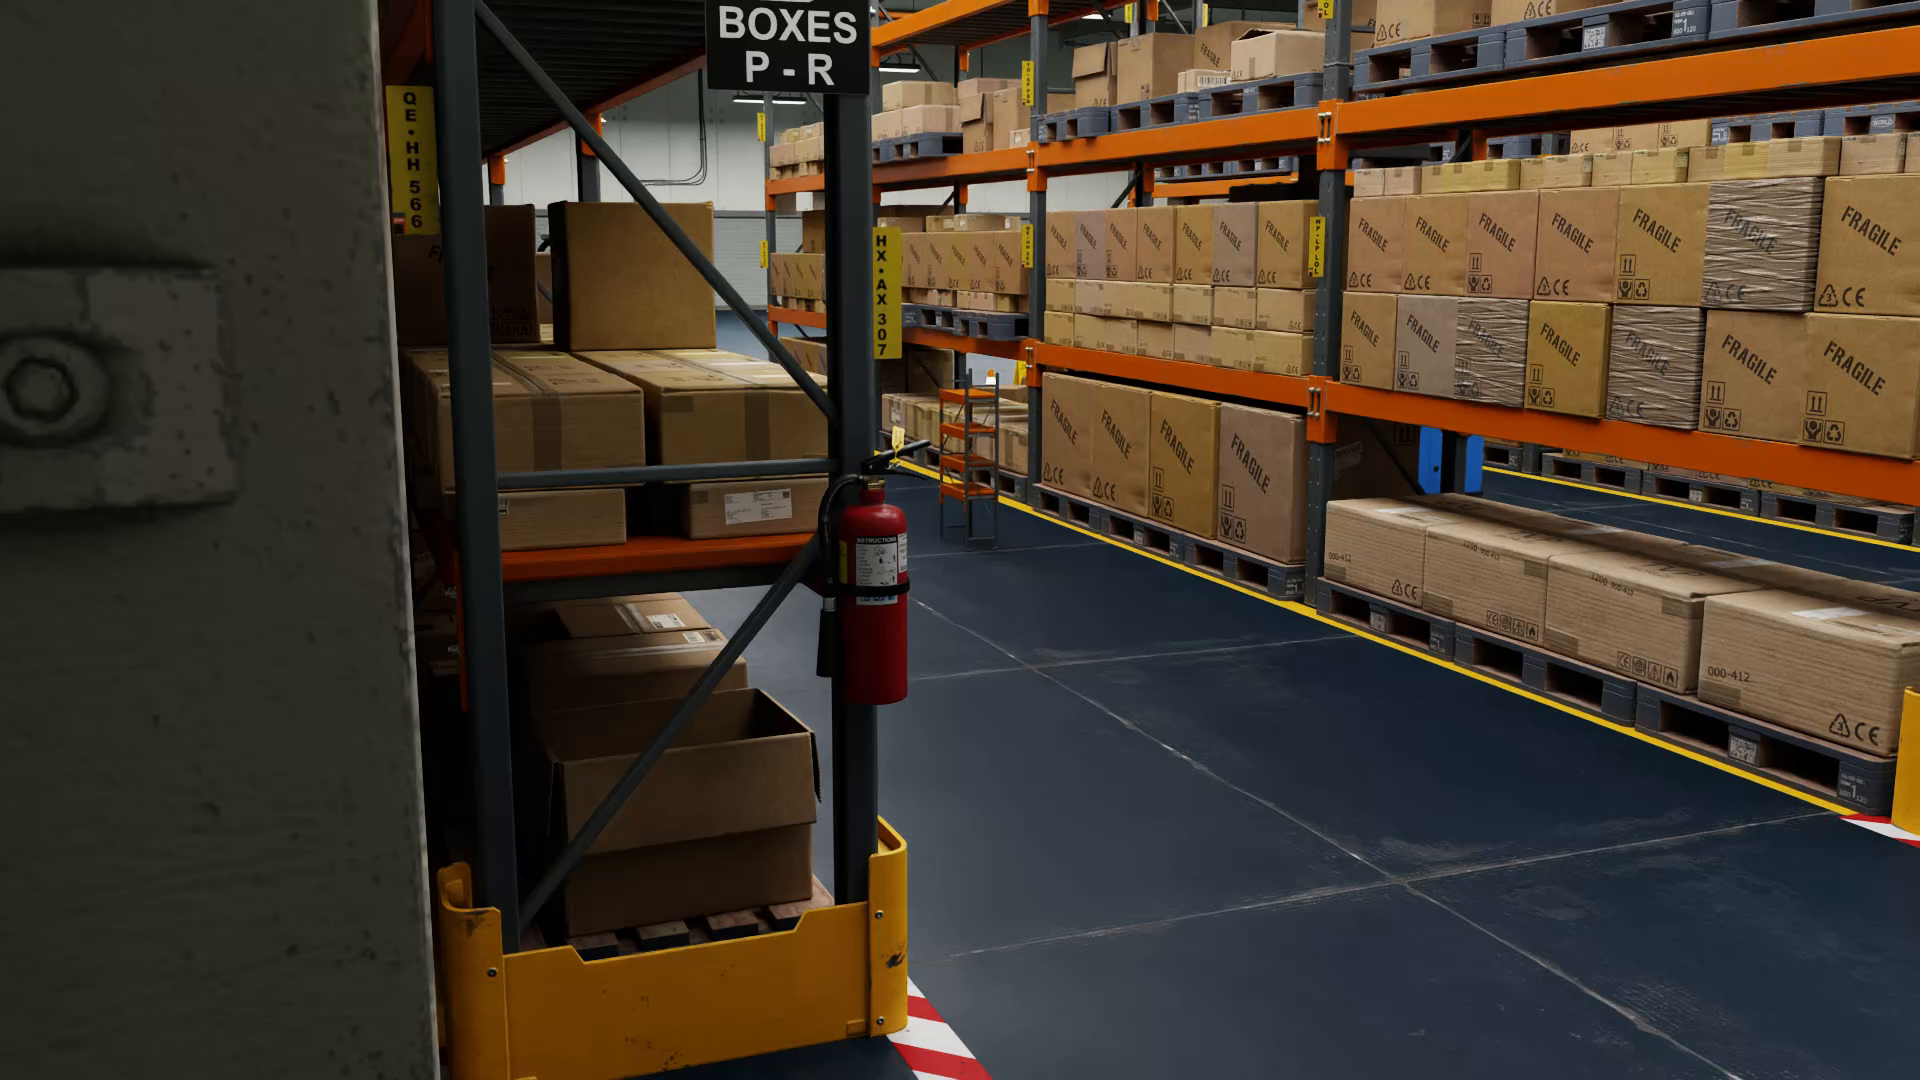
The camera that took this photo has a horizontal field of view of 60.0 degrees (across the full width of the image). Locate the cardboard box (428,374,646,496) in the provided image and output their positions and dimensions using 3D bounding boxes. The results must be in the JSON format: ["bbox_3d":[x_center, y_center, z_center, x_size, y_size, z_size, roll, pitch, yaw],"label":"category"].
[{"bbox_3d":[-1.114,-0.286,4.348,0.500,0.250,0.500,-4,11,-19],"label":"cardboard box"}]

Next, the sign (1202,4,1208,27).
[{"bbox_3d":[3.215,-6.898,21.915,0.100,0.325,0.005,-4,11,-21],"label":"sign"}]

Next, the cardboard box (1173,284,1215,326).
[{"bbox_3d":[1.708,-1.518,10.695,0.500,0.250,0.500,-4,11,-20],"label":"cardboard box"}]

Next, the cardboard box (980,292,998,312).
[{"bbox_3d":[0.390,-1.976,13.786,0.380,0.149,0.250,-4,11,-21],"label":"cardboard box"}]

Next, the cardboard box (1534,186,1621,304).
[{"bbox_3d":[2.955,-1.322,7.455,0.500,0.500,0.500,-4,11,-21],"label":"cardboard box"}]

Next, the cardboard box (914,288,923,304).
[{"bbox_3d":[-0.207,-2.275,15.469,0.380,0.149,0.250,-4,11,-20],"label":"cardboard box"}]

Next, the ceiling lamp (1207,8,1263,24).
[{"bbox_3d":[8.179,-14.374,50.170,2.000,3.185,0.800,-4,11,-21],"label":"ceiling lamp"}]

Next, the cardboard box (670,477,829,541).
[{"bbox_3d":[-0.563,-0.103,4.455,0.380,0.149,0.250,-4,11,-21],"label":"cardboard box"}]

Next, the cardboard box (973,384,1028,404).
[{"bbox_3d":[0.457,-1.461,18.507,0.500,0.500,0.500,3,11,18],"label":"cardboard box"}]

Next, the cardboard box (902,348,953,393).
[{"bbox_3d":[-0.385,-1.765,17.596,0.500,0.500,0.500,-3,11,-18],"label":"cardboard box"}]

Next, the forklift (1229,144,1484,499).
[{"bbox_3d":[2.749,-1.696,12.894,1.130,2.935,3.031,-4,11,-21],"label":"forklift"}]

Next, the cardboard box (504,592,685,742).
[{"bbox_3d":[-1.483,0.451,6.562,0.700,0.500,0.500,-4,11,-23],"label":"cardboard box"}]

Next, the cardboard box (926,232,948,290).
[{"bbox_3d":[0.024,-2.491,14.830,0.500,0.500,0.500,-4,11,-23],"label":"cardboard box"}]

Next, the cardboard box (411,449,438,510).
[{"bbox_3d":[-1.425,-0.191,4.951,0.380,0.149,0.250,-4,11,-21],"label":"cardboard box"}]

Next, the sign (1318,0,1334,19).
[{"bbox_3d":[1.973,-2.974,8.940,0.100,0.325,0.005,-4,11,-21],"label":"sign"}]

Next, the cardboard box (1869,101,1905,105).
[{"bbox_3d":[6.929,-3.251,11.928,0.500,0.311,0.500,-4,11,-22],"label":"cardboard box"}]

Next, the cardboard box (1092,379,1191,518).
[{"bbox_3d":[1.518,-0.673,11.815,0.875,0.875,0.875,-4,11,-20],"label":"cardboard box"}]

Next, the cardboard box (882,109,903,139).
[{"bbox_3d":[-0.401,-3.836,15.389,0.500,0.250,0.500,-4,11,-22],"label":"cardboard box"}]

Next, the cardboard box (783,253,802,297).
[{"bbox_3d":[-1.769,-3.099,19.447,0.500,0.500,0.500,-4,11,-19],"label":"cardboard box"}]

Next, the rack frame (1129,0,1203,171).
[{"bbox_3d":[2.704,-6.367,21.823,1.000,3.000,0.127,-4,11,-21],"label":"rack frame"}]

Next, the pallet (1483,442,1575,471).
[{"bbox_3d":[5.388,-0.868,16.002,1.003,0.211,1.213,-4,11,-21],"label":"pallet"}]

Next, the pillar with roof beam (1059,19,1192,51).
[{"bbox_3d":[7.390,-12.172,54.461,9.100,9.000,0.548,-4,11,-21],"label":"pillar with roof beam"}]

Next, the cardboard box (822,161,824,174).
[{"bbox_3d":[-1.293,-4.073,18.212,0.380,0.149,0.250,-4,11,-21],"label":"cardboard box"}]

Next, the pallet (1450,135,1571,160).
[{"bbox_3d":[5.320,-3.593,15.334,1.213,0.211,1.003,-3,11,-18],"label":"pallet"}]

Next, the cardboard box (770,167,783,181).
[{"bbox_3d":[-2.055,-4.361,19.829,0.380,0.149,0.250,-4,11,-21],"label":"cardboard box"}]

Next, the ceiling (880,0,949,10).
[{"bbox_3d":[-0.883,-16.038,50.496,6.000,0.001,6.000,-4,11,-21],"label":"ceiling"}]

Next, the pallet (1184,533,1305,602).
[{"bbox_3d":[2.126,0.128,10.404,1.003,0.211,1.213,-4,11,-21],"label":"pallet"}]

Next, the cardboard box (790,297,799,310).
[{"bbox_3d":[-1.768,-2.757,19.378,0.380,0.149,0.250,-4,11,-20],"label":"cardboard box"}]

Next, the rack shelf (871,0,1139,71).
[{"bbox_3d":[0.301,-4.506,14.557,1.077,0.370,4.000,-4,11,-21],"label":"rack shelf"}]

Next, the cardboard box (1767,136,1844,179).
[{"bbox_3d":[3.322,-1.454,6.344,0.380,0.149,0.250,-4,11,-21],"label":"cardboard box"}]

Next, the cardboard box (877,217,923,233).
[{"bbox_3d":[-0.583,-3.052,16.133,0.380,0.149,0.250,-4,11,-21],"label":"cardboard box"}]

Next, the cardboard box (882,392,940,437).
[{"bbox_3d":[-0.231,-1.257,16.532,0.950,0.372,0.625,-4,11,-20],"label":"cardboard box"}]

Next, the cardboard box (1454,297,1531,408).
[{"bbox_3d":[2.754,-0.916,8.024,0.500,0.500,0.500,-4,11,-21],"label":"cardboard box"}]

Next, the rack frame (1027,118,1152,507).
[{"bbox_3d":[1.026,-1.777,13.149,1.000,3.000,0.127,-4,11,-21],"label":"rack frame"}]

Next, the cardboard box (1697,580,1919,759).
[{"bbox_3d":[3.593,0.482,6.566,0.875,0.438,0.875,-4,11,-23],"label":"cardboard box"}]

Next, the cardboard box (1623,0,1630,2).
[{"bbox_3d":[3.334,-2.591,7.394,0.500,0.500,0.500,-4,11,-20],"label":"cardboard box"}]

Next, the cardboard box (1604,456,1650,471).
[{"bbox_3d":[5.807,-0.870,13.990,0.500,0.500,0.500,-4,11,-20],"label":"cardboard box"}]

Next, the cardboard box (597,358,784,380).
[{"bbox_3d":[-0.796,-0.401,4.996,0.500,0.250,0.500,-4,11,-20],"label":"cardboard box"}]

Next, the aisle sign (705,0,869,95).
[{"bbox_3d":[-0.401,-1.443,3.848,0.394,0.787,0.004,-4,11,-21],"label":"aisle sign"}]

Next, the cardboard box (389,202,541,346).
[{"bbox_3d":[-1.858,-0.990,6.164,0.500,0.500,0.500,-4,11,-22],"label":"cardboard box"}]

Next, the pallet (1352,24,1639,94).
[{"bbox_3d":[2.762,-2.423,8.469,1.003,0.211,1.213,-4,11,-21],"label":"pallet"}]

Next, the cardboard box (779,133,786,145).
[{"bbox_3d":[-1.934,-4.757,19.781,0.380,0.149,0.250,-4,11,-21],"label":"cardboard box"}]

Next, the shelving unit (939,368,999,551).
[{"bbox_3d":[0.060,-0.564,11.469,0.258,1.200,0.503,-4,11,-21],"label":"shelving unit"}]

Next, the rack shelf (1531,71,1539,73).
[{"bbox_3d":[8.088,-5.983,21.728,1.077,0.370,4.000,-4,11,-21],"label":"rack shelf"}]

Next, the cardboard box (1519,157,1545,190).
[{"bbox_3d":[2.858,-1.711,7.789,0.380,0.149,0.250,-4,11,-21],"label":"cardboard box"}]

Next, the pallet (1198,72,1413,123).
[{"bbox_3d":[2.097,-2.653,10.056,0.805,0.209,1.217,-4,11,-23],"label":"pallet"}]

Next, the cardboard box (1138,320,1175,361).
[{"bbox_3d":[1.538,-1.358,11.223,0.500,0.250,0.500,-4,11,-21],"label":"cardboard box"}]

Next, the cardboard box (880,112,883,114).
[{"bbox_3d":[-0.742,-4.213,16.722,0.380,0.149,0.250,-4,11,-20],"label":"cardboard box"}]

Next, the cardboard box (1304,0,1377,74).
[{"bbox_3d":[2.427,-3.019,10.082,0.500,0.500,0.500,-4,11,-22],"label":"cardboard box"}]

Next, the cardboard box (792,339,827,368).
[{"bbox_3d":[-1.636,-2.067,19.290,0.500,0.500,0.500,-4,11,-23],"label":"cardboard box"}]

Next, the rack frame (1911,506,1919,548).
[{"bbox_3d":[7.053,-1.454,11.337,1.000,3.000,0.127,-4,11,-21],"label":"rack frame"}]

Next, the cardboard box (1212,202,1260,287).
[{"bbox_3d":[1.885,-1.806,10.175,0.500,0.500,0.500,-4,11,-20],"label":"cardboard box"}]

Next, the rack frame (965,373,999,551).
[{"bbox_3d":[0.148,-0.524,11.245,0.240,1.200,0.015,-4,11,-21],"label":"rack frame"}]

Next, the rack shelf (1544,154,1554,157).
[{"bbox_3d":[6.328,-2.903,12.973,1.077,0.370,4.000,-4,11,-21],"label":"rack shelf"}]
